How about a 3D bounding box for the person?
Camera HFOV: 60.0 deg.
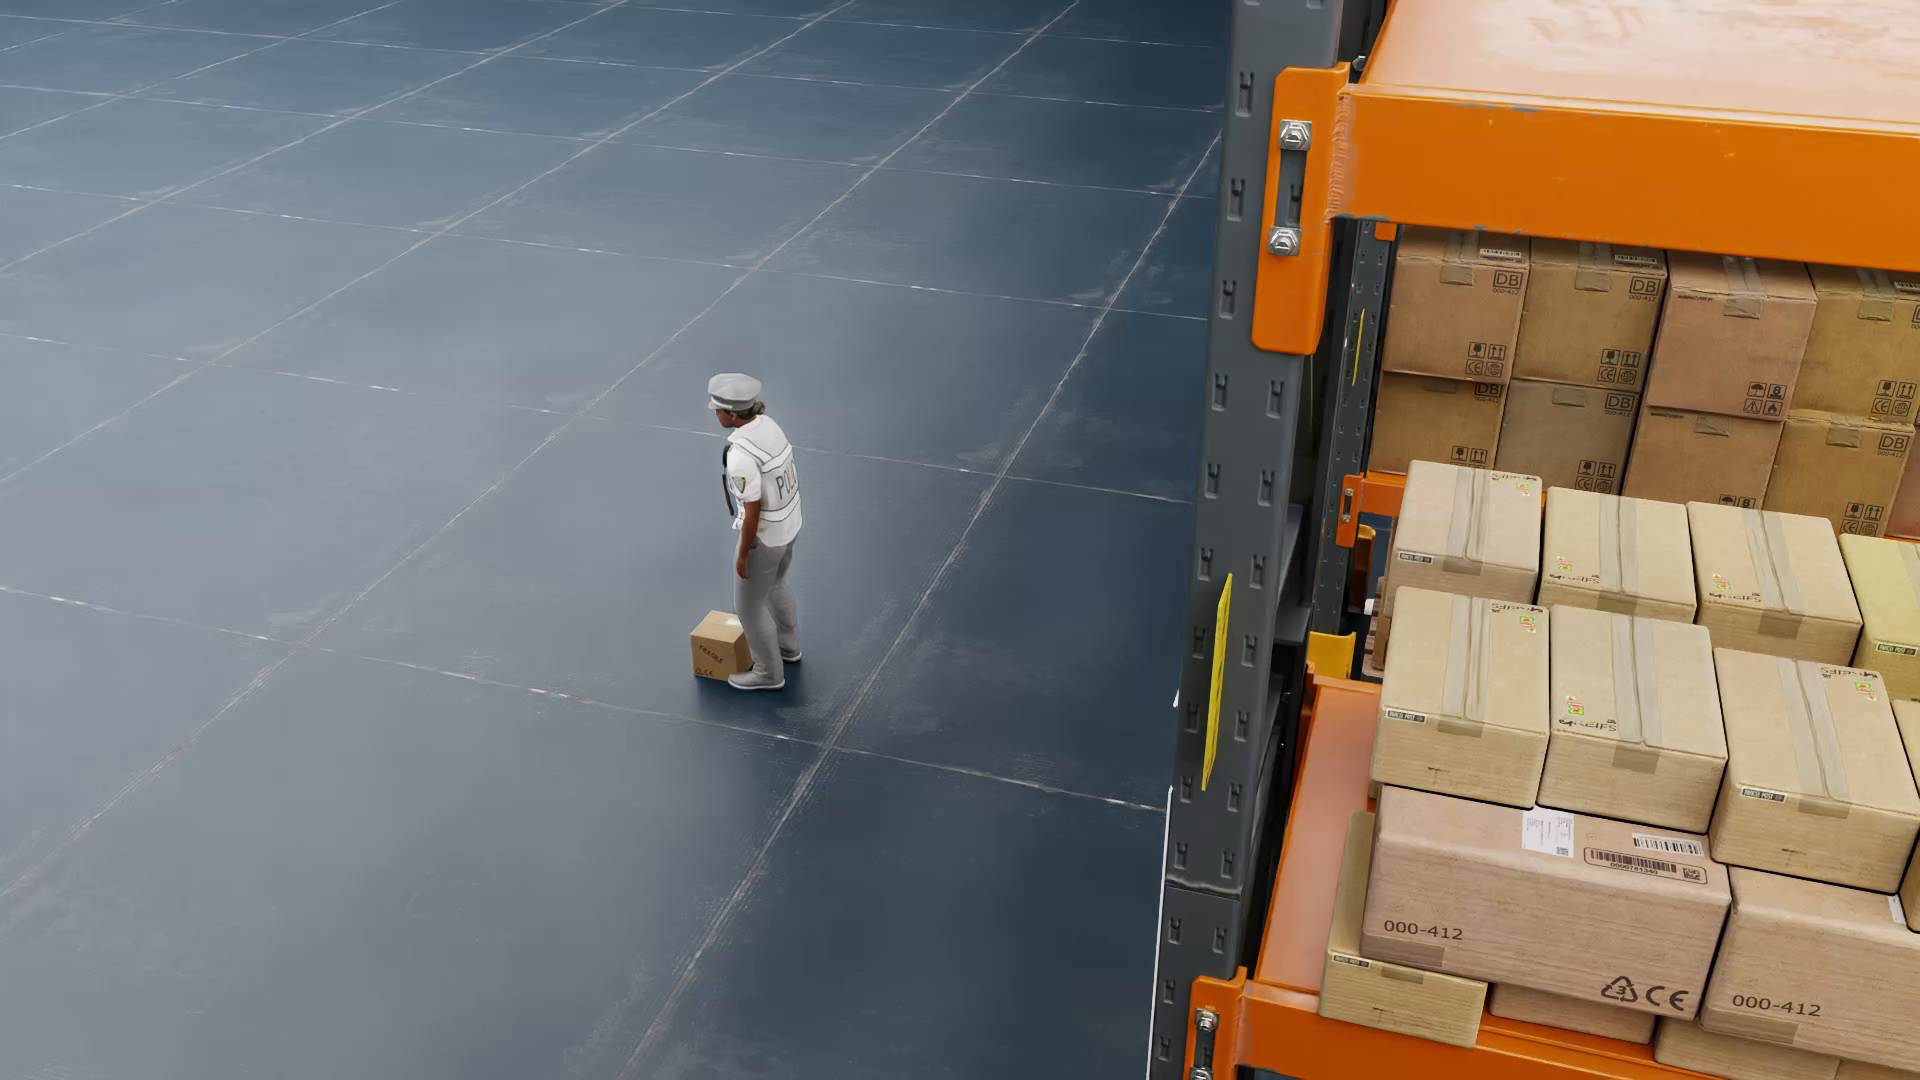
[{"bbox_3d":[-0.991,-0.037,8.194,0.396,1.659,0.508,9,30,15],"label":"person"}]
